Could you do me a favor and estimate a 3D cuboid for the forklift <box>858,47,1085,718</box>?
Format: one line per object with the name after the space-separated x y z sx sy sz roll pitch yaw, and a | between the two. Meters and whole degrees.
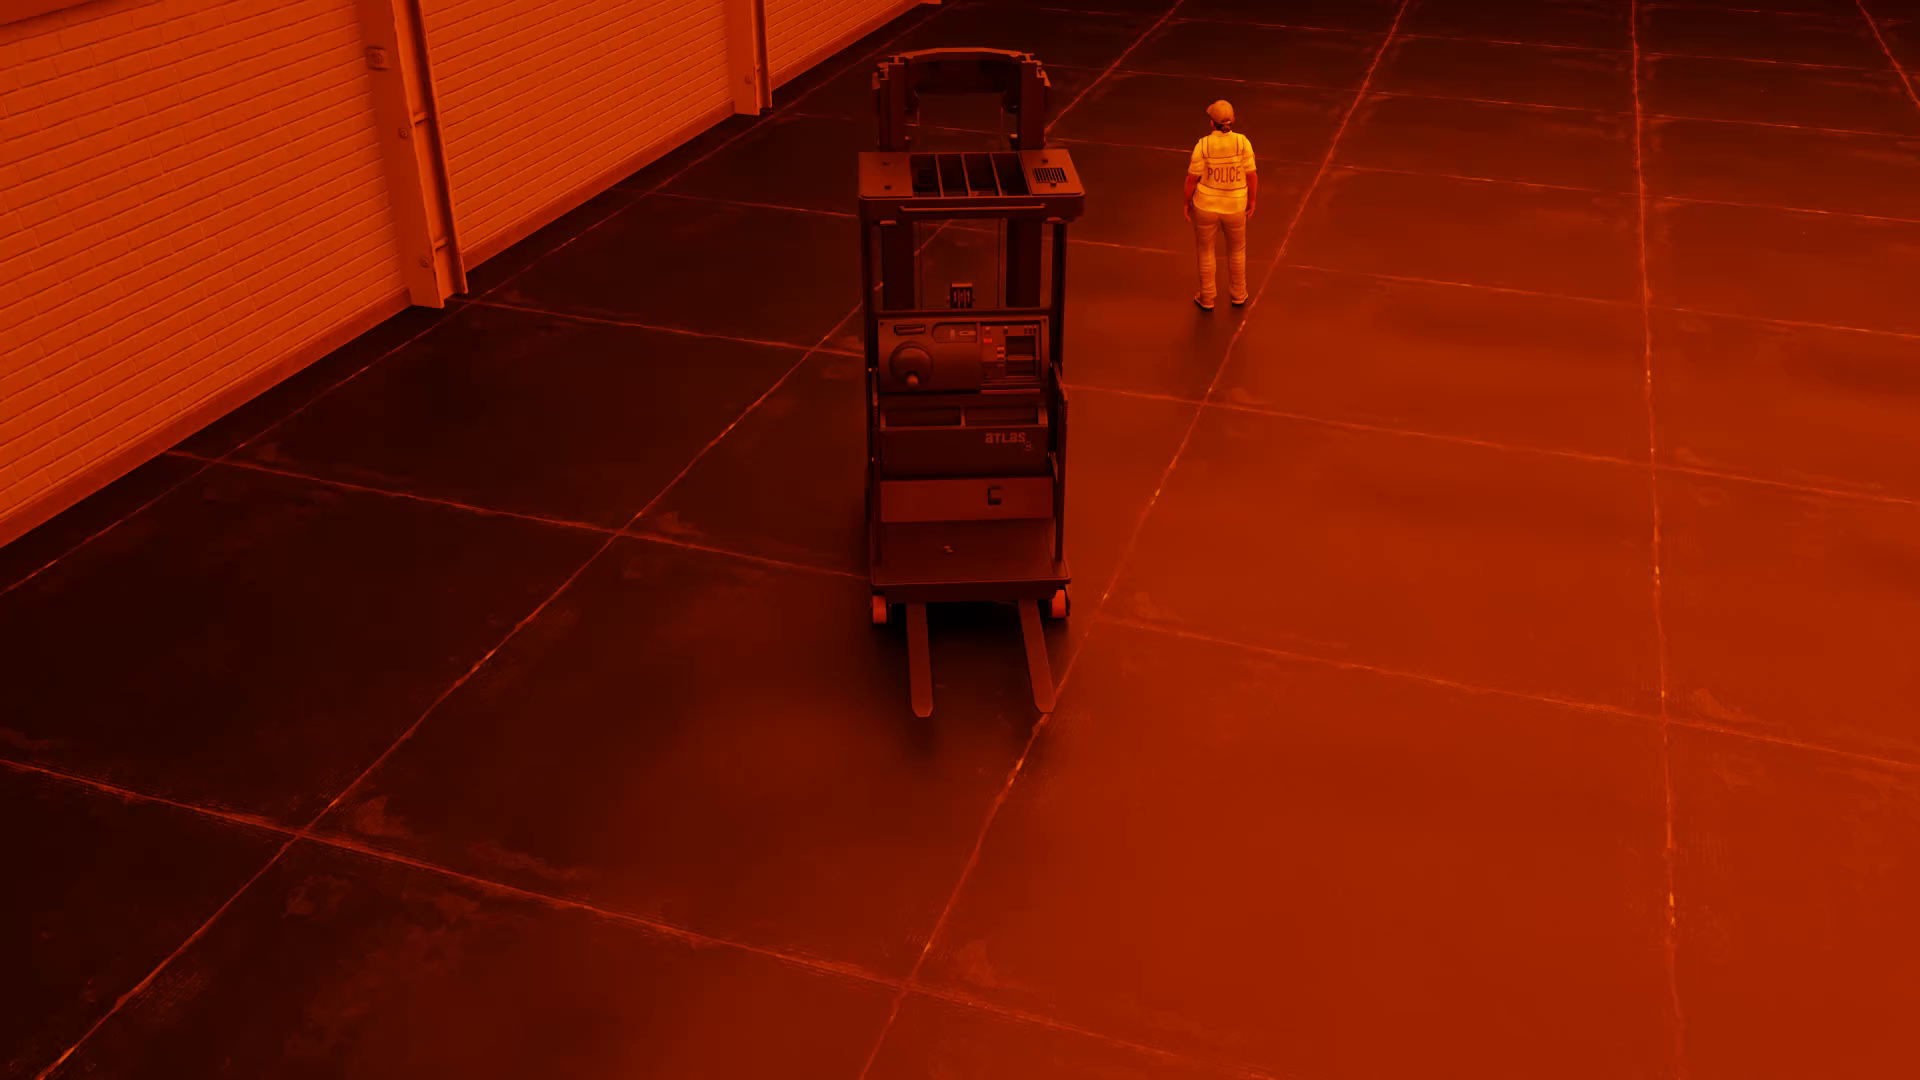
0.035 -0.972 8.842 1.130 2.935 3.031 -2 30 -3 | forklift

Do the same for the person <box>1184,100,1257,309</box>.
2.039 -2.629 13.012 0.598 1.670 0.529 1 30 2 | person
